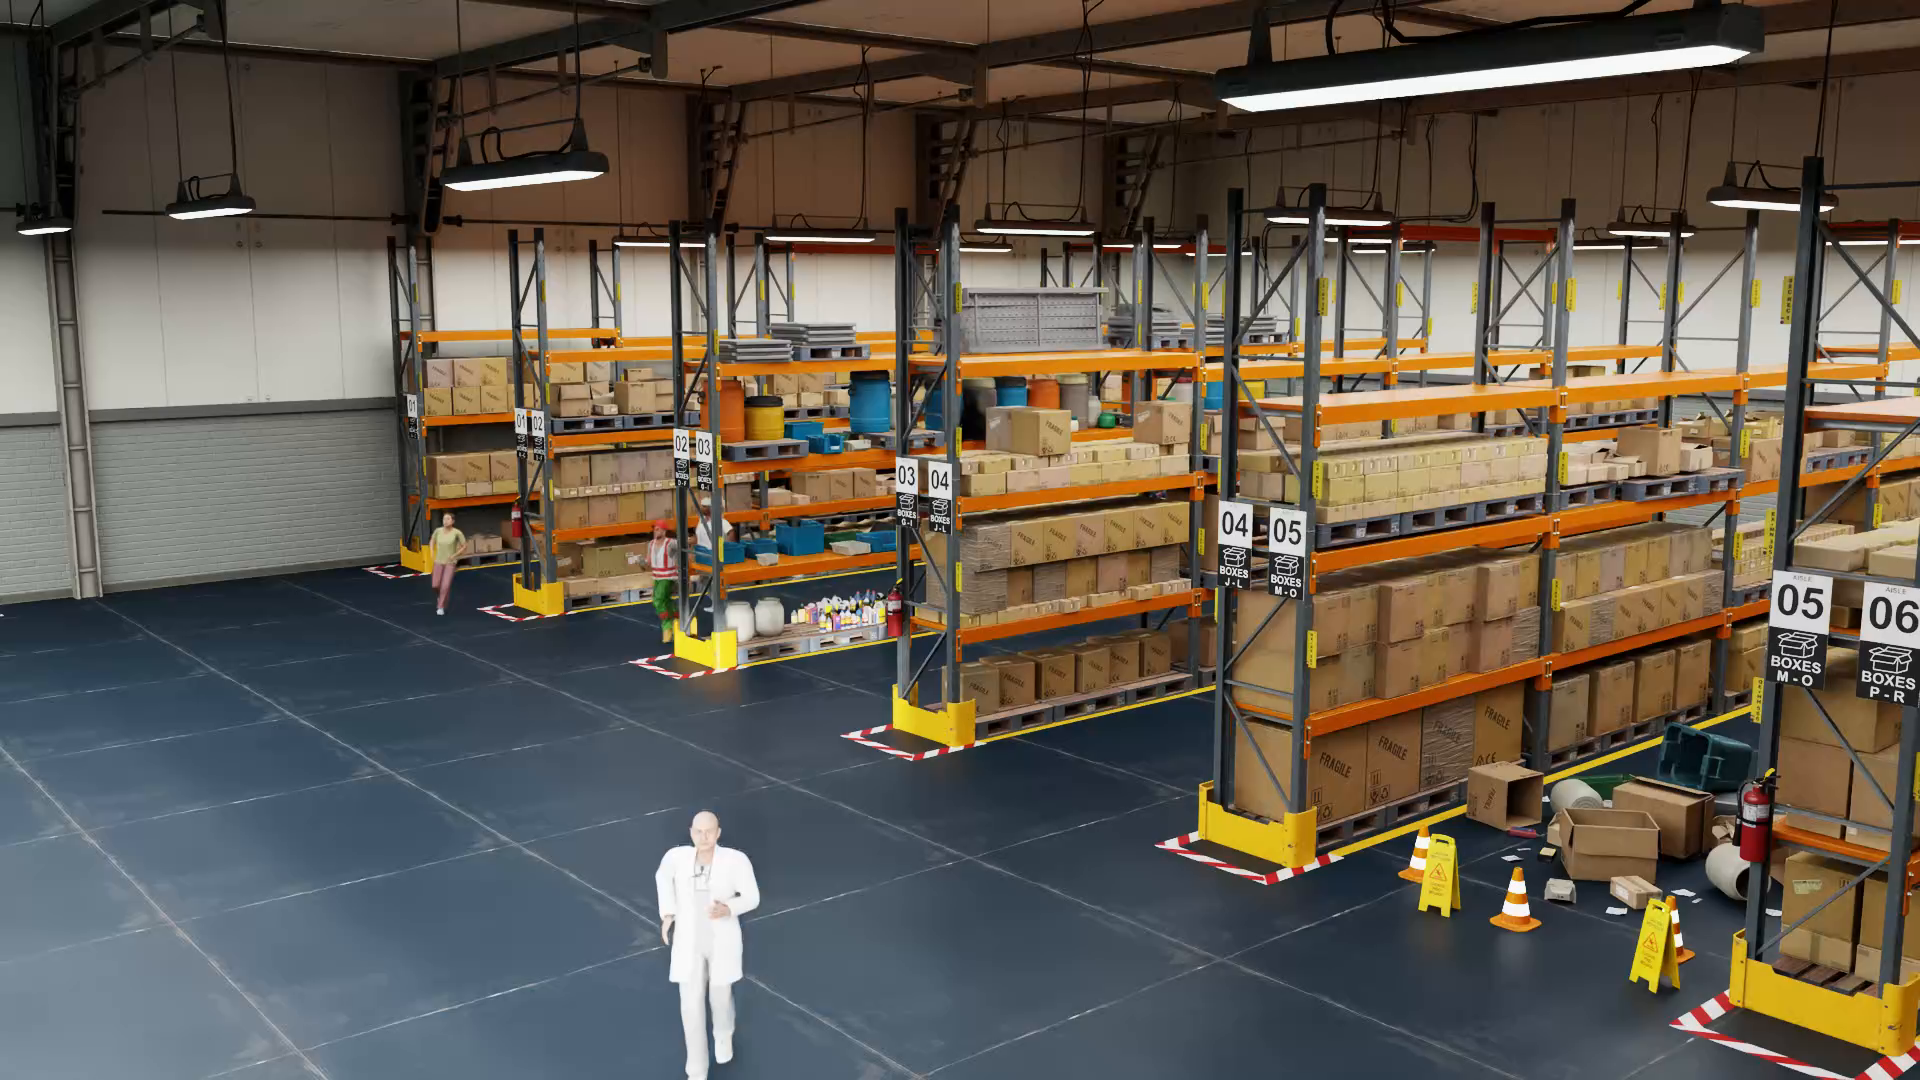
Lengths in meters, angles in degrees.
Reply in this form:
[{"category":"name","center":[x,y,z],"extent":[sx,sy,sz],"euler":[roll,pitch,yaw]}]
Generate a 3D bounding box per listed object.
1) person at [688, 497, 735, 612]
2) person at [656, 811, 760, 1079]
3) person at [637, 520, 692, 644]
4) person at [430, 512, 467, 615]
[{"category":"person","center":[-3.745,0.243,24.661],"extent":[0.577,1.768,0.746],"euler":[-7,11,-40]},{"category":"person","center":[-1.640,2.738,10.812],"extent":[0.694,1.626,0.876],"euler":[0,9,-3]},{"category":"person","center":[-4.290,0.585,24.166],"extent":[0.674,1.780,0.796],"euler":[7,11,37]},{"category":"person","center":[-8.068,0.354,26.252],"extent":[0.591,1.615,0.547],"euler":[0,9,-2]}]
